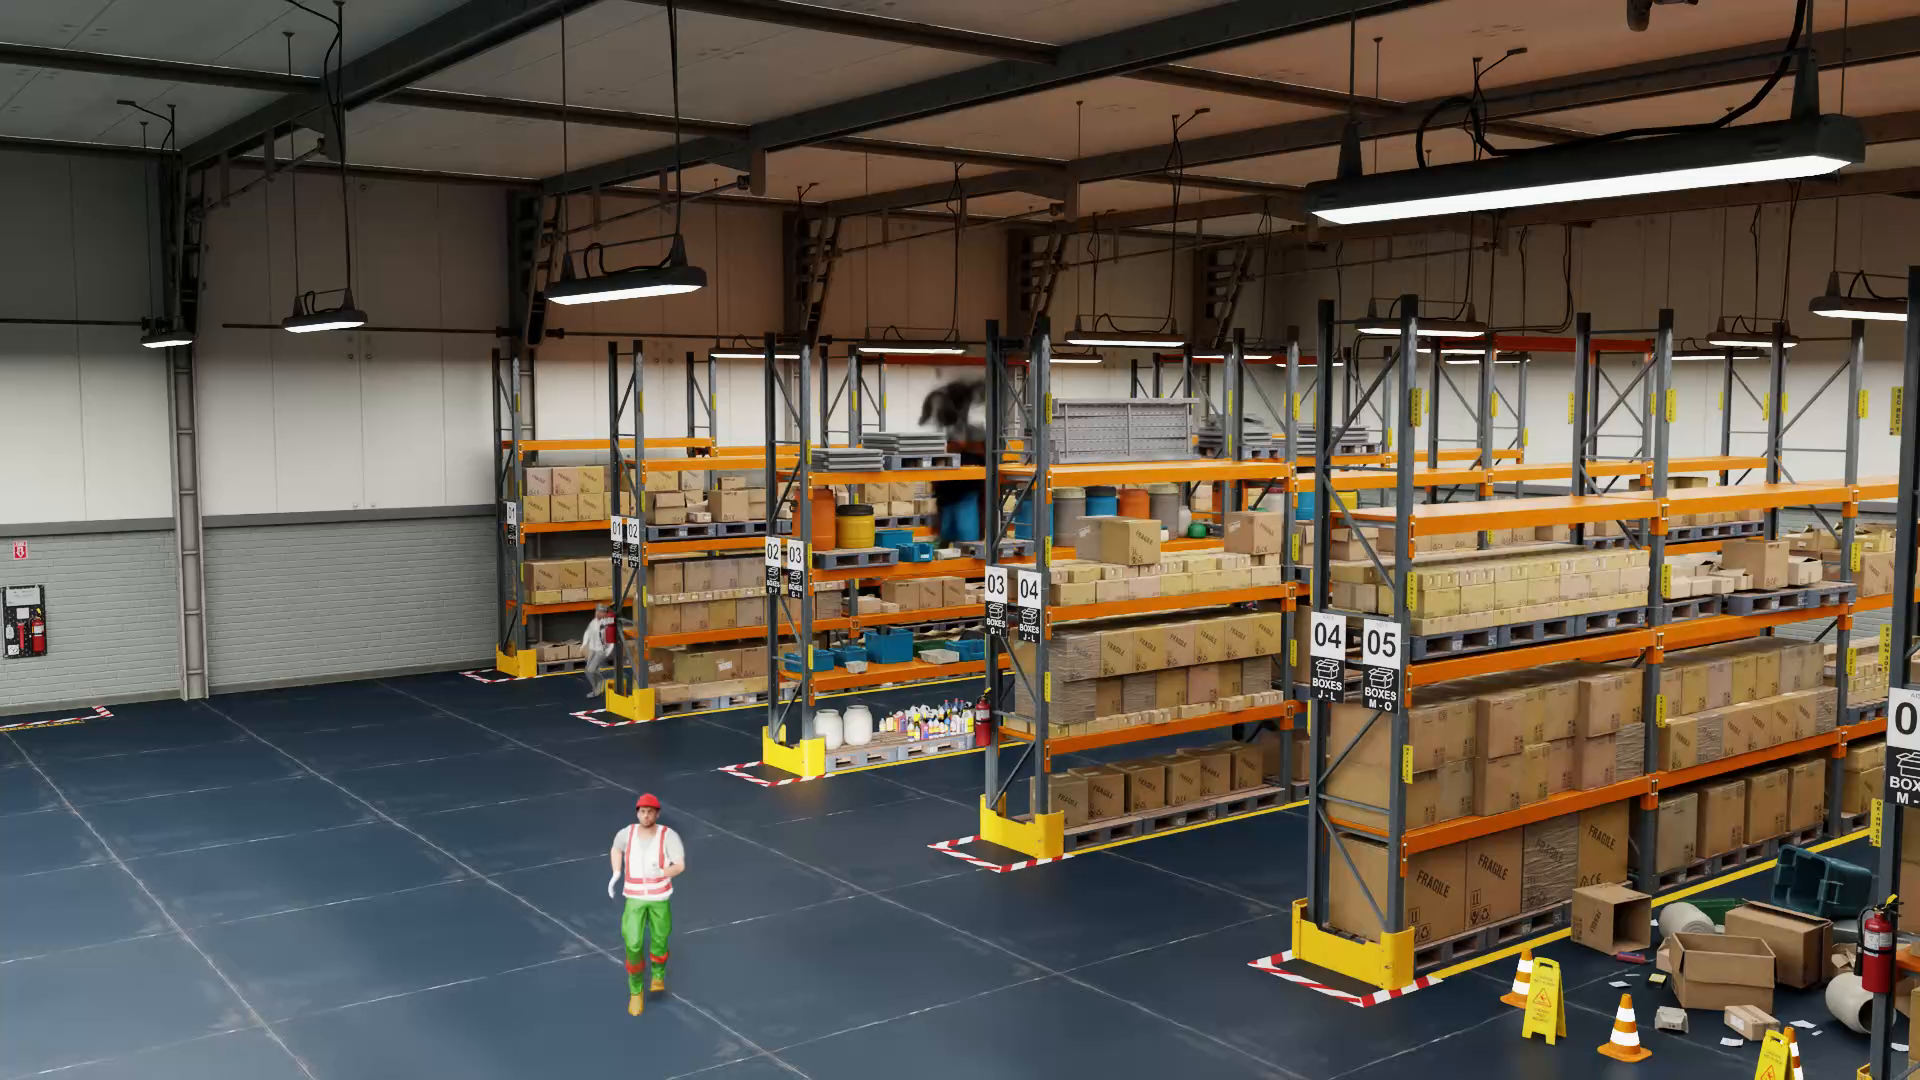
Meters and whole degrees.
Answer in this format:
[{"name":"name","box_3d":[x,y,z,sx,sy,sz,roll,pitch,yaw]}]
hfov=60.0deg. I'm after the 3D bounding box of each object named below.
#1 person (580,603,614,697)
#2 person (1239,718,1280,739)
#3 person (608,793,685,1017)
[{"name":"person","box_3d":[-6.140,1.880,28.188,0.675,1.640,0.505,3,6,31]},{"name":"person","box_3d":[4.193,2.151,23.586,0.970,1.671,0.656,-4,7,-39]},{"name":"person","box_3d":[-2.636,3.047,14.004,0.646,1.839,0.758,-1,5,-7]}]
